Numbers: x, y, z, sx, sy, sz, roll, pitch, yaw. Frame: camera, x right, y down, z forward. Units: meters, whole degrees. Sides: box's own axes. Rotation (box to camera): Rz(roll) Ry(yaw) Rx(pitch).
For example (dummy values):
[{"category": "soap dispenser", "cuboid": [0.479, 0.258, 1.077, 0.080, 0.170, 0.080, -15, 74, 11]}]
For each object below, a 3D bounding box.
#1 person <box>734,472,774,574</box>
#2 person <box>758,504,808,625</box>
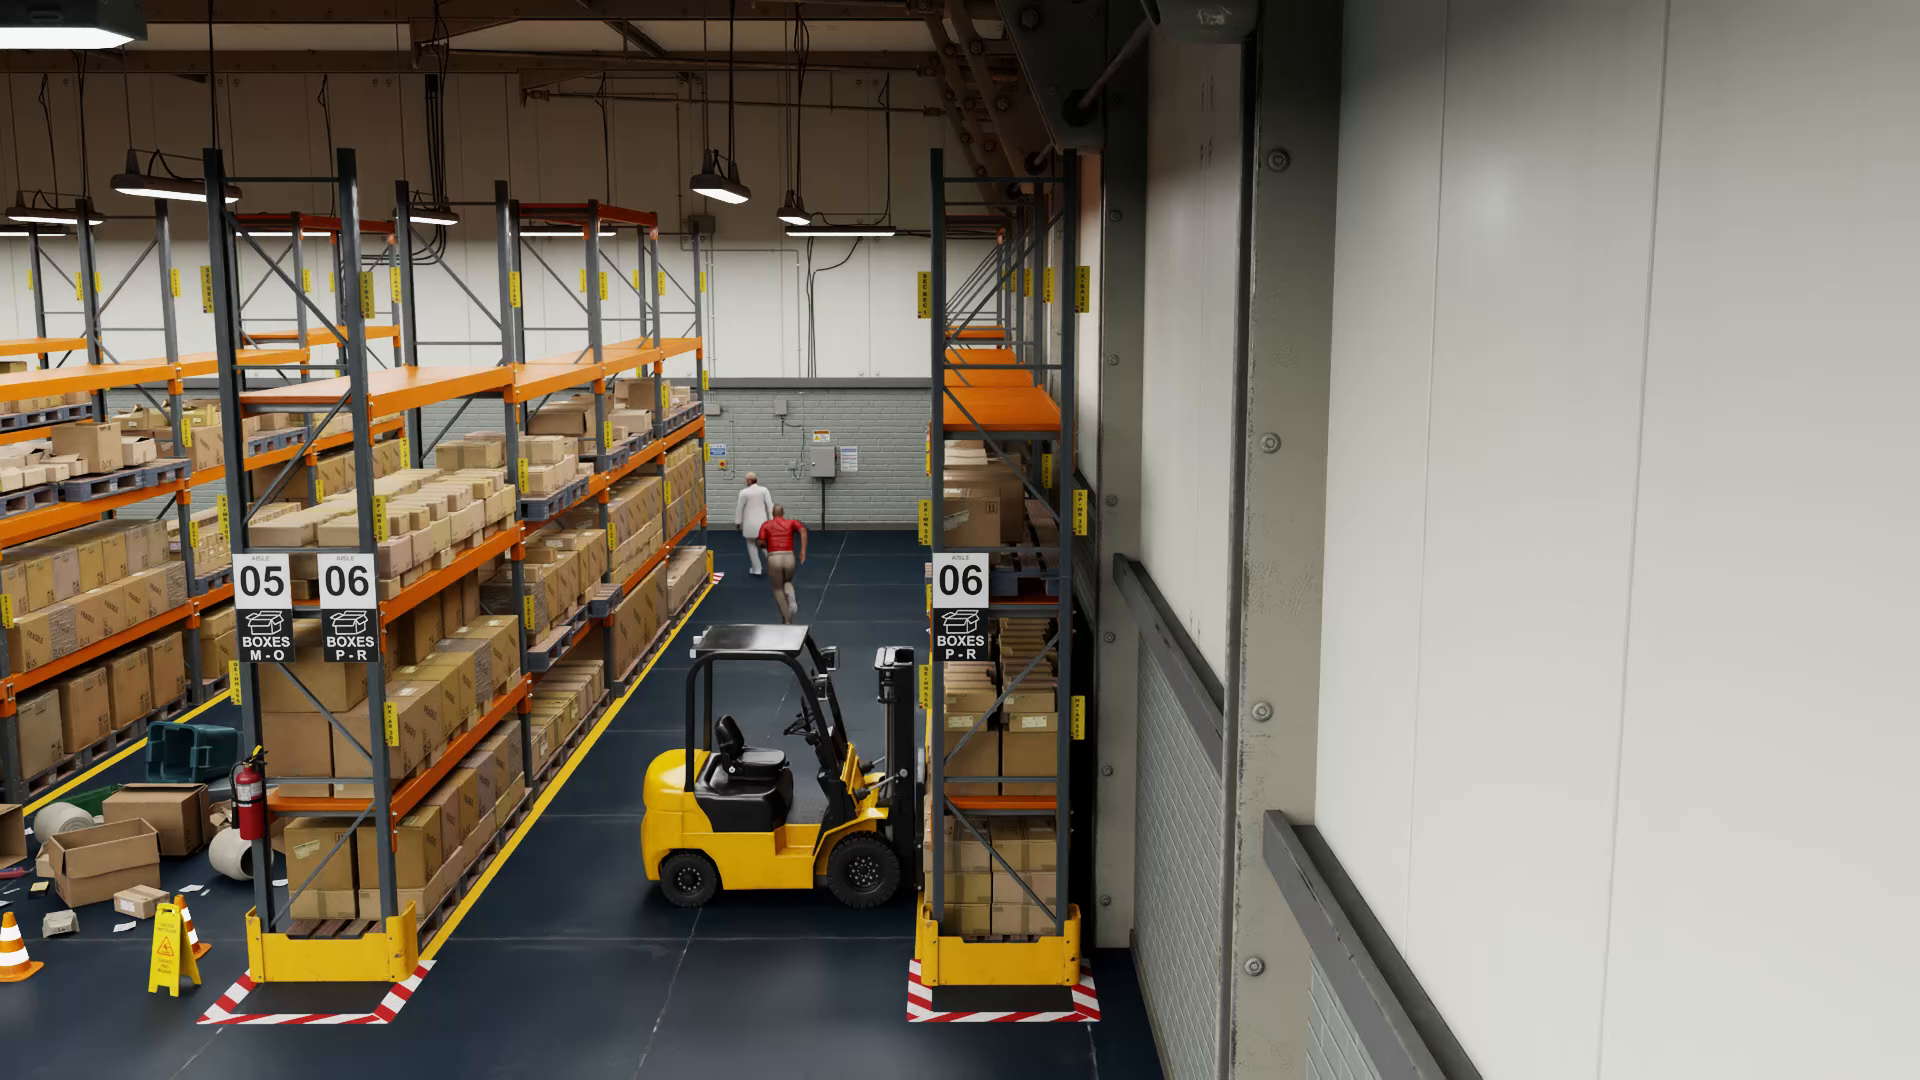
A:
[{"category": "person", "cuboid": [-3.496, -0.283, 28.542, 0.674, 1.760, 0.604, -5, 10, -29]}, {"category": "person", "cuboid": [-2.515, 0.339, 23.380, 0.633, 1.668, 0.738, -4, 10, -22]}]
